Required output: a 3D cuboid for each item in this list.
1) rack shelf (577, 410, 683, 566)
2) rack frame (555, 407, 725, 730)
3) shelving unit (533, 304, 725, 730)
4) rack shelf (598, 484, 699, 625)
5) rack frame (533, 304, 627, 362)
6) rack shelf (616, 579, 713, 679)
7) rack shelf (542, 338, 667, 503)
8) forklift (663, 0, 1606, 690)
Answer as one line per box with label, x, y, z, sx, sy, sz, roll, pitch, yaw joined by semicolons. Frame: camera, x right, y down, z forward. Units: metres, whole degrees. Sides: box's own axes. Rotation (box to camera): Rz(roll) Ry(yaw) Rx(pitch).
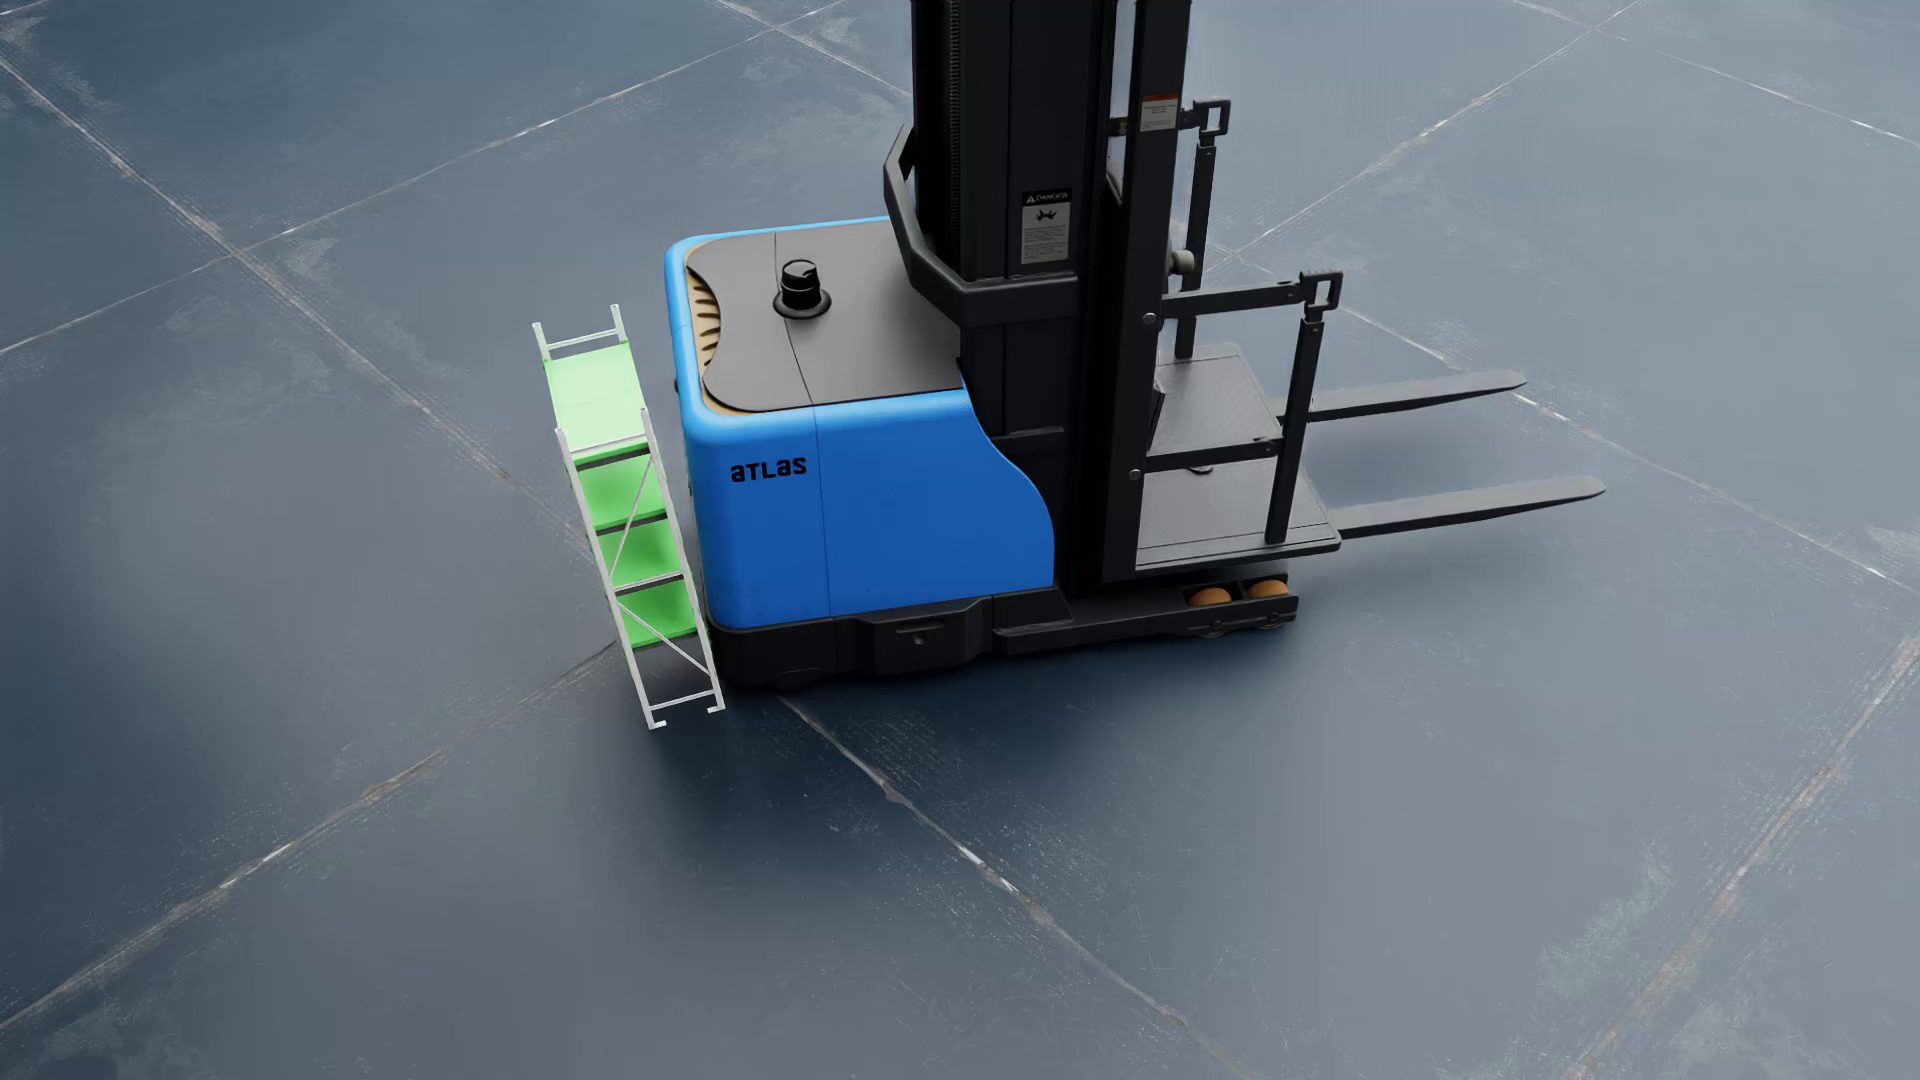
rack shelf;-0.972;-0.166;4.774;0.258;0.148;0.480;-15;45;-10
rack frame;-0.887;0.118;4.725;0.240;1.200;0.015;-15;45;-10
shelving unit;-0.960;-0.040;4.896;0.258;1.200;0.503;-15;45;-10
rack shelf;-0.955;0.006;4.940;0.258;0.148;0.480;-15;45;-10
rack frame;-1.033;-0.198;5.067;0.240;1.200;0.015;-15;45;-10
rack shelf;-0.938;0.178;5.106;0.258;0.148;0.480;-15;45;-10
rack shelf;-0.989;-0.338;4.607;0.258;0.148;0.480;-15;45;-10
forklift;0.632;-1.105;4.786;3.031;2.935;1.130;-8;43;-8
